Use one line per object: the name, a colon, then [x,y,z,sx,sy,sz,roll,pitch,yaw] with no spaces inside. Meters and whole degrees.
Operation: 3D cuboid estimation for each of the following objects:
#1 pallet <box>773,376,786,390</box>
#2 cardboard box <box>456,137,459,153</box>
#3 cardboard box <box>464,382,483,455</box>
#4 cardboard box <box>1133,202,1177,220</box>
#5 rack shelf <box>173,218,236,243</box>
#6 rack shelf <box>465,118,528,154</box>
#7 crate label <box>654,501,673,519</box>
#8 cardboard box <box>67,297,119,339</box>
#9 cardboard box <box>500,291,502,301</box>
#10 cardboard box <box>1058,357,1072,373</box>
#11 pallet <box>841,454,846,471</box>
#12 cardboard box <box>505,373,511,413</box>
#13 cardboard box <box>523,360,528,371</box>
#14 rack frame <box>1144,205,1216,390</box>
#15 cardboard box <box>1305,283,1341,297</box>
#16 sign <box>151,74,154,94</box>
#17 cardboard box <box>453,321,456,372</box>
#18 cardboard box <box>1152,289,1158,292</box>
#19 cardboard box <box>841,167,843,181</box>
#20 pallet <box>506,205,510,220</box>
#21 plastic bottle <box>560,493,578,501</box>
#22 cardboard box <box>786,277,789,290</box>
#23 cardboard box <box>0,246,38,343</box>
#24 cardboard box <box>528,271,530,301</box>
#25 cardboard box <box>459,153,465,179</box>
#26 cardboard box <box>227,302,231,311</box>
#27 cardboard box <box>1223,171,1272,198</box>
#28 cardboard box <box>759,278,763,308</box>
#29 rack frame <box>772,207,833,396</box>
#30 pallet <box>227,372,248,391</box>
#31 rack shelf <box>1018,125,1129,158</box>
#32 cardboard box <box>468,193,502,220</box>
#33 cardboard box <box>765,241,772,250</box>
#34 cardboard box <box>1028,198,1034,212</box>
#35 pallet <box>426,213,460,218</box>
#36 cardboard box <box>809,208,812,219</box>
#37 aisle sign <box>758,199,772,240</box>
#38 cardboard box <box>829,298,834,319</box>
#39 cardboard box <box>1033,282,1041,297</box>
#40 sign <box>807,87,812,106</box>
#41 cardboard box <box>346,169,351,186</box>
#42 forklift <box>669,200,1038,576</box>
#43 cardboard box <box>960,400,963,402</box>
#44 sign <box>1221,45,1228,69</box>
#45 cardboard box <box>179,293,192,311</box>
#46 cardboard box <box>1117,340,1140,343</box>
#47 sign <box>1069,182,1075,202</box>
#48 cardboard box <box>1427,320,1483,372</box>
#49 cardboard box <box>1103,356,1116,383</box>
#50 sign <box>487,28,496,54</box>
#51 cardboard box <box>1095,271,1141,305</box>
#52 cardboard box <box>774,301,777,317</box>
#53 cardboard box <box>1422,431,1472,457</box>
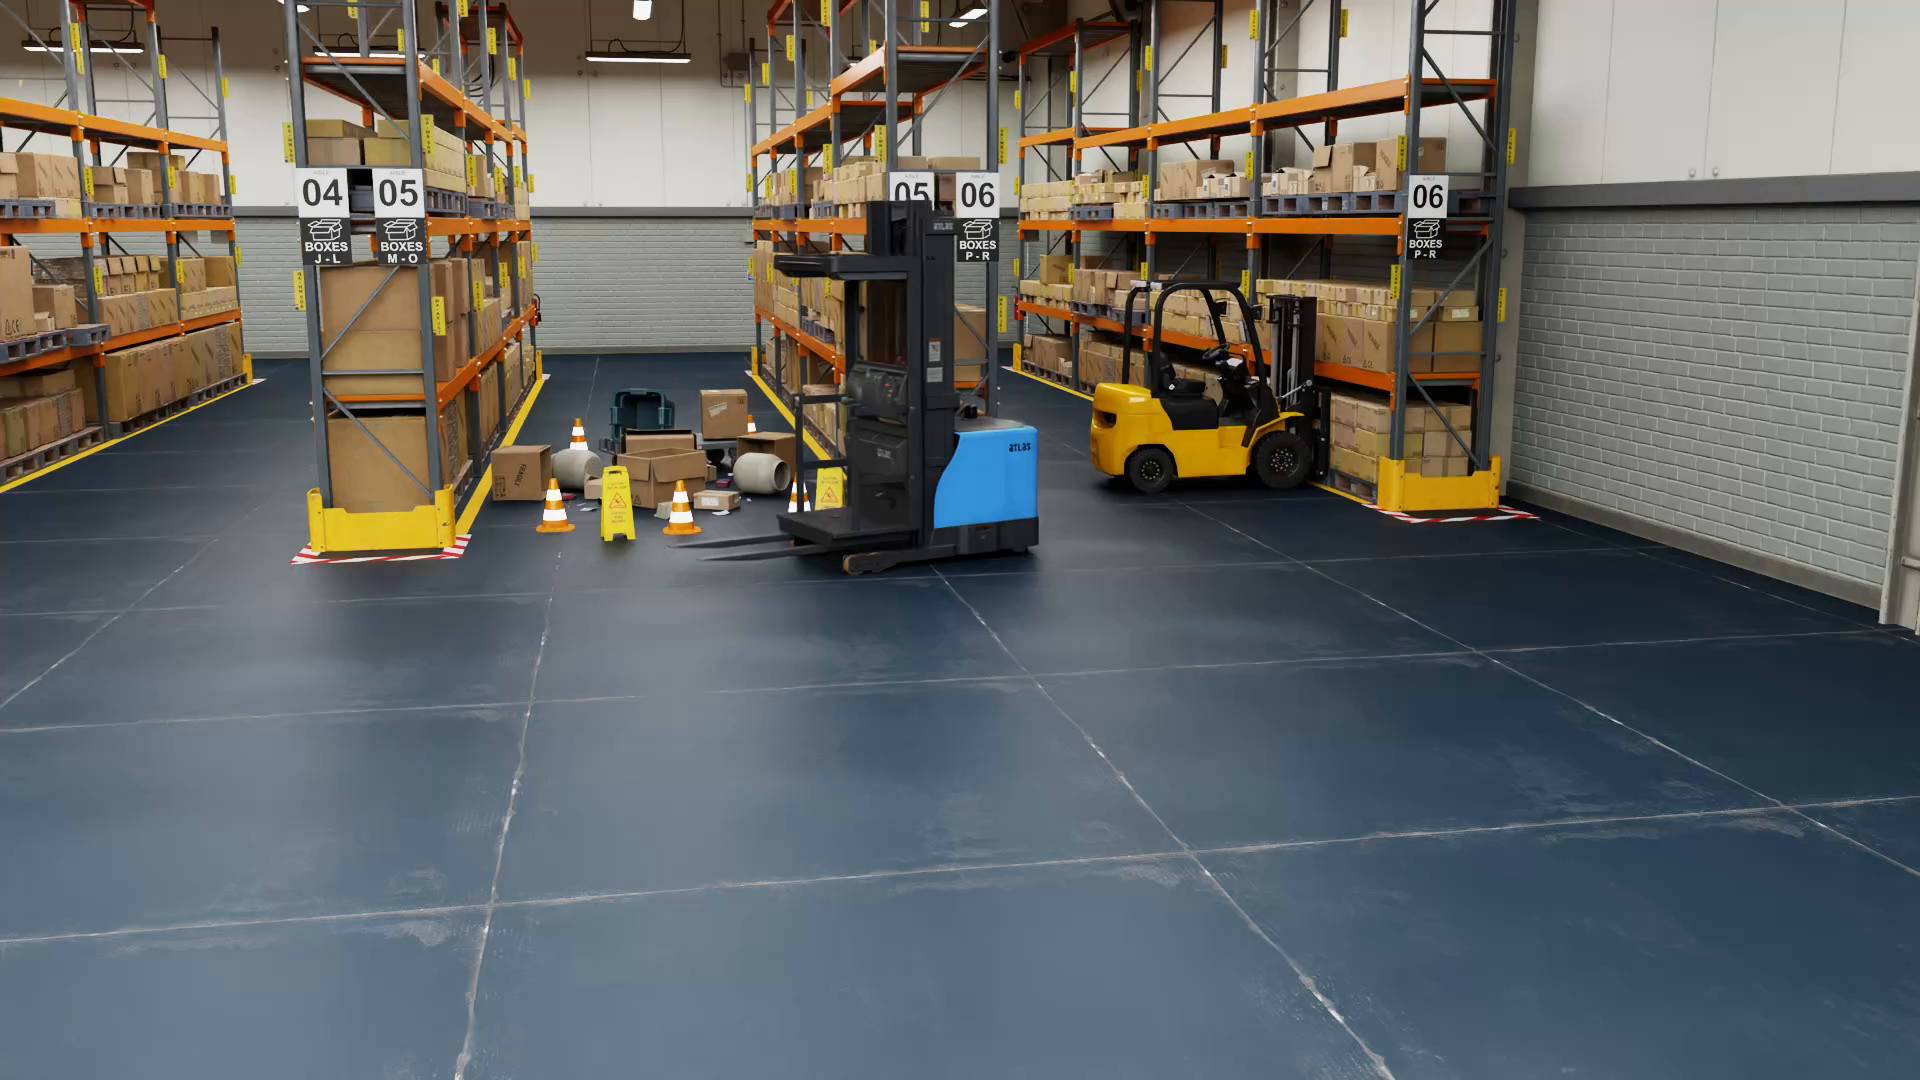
pallet: [-2.561,-2.597,27.778,1.003,0.211,1.213,-2,11,-11]
cardboard box: [-5.289,-4.008,16.861,0.380,0.149,0.250,-2,11,-11]
cardboard box: [-5.979,-1.371,18.770,1.050,0.750,0.750,-2,11,-11]
cardboard box: [2.818,-4.758,24.049,0.500,0.250,0.500,-2,11,-13]
rack shelf: [-12.600,-4.952,26.591,1.077,0.370,4.000,-2,11,-11]
rack shelf: [-7.715,-6.585,27.161,1.077,0.370,4.000,-2,11,-11]
crate label: [-2.742,-0.289,15.848,0.250,0.136,0.298,-9,14,-40]
cardboard box: [-11.261,-2.879,21.533,0.500,0.500,0.500,-2,11,-9]
cardboard box: [-6.697,-3.454,23.574,0.380,0.149,0.250,-2,11,-12]
cardboard box: [1.912,-3.026,28.763,0.396,0.266,0.258,-2,11,-9]
pallet: [-0.769,-0.866,18.682,1.003,0.211,1.213,-2,11,-11]
cardboard box: [-6.436,-2.010,22.797,0.500,0.500,0.500,-3,11,-13]
cardboard box: [-7.370,-2.892,27.577,0.380,0.149,0.250,-2,11,-11]
rack frame: [3.156,-3.272,23.868,1.000,3.000,0.127,-2,11,-11]
cardboard box: [4.033,-2.750,18.325,0.380,0.149,0.250,-2,11,-11]
sign: [-13.535,-7.663,27.968,0.100,0.325,0.005,-2,11,-11]
cardboard box: [-5.367,-1.869,16.091,0.875,0.550,0.500,-2,11,-11]
cardboard box: [2.929,-3.571,23.434,0.380,0.149,0.250,-2,11,-9]
cardboard box: [-1.072,-3.935,17.863,0.380,0.149,0.250,-2,11,-13]
pallet: [-7.106,-4.700,23.850,1.213,0.211,1.003,-2,11,-11]
plastic bottle: [-4.024,-0.437,16.830,0.283,0.061,0.133,-6,13,-31]
cardboard box: [-2.267,-3.902,24.234,0.500,0.500,0.500,-2,11,-11]
cardboard box: [-10.672,-2.649,17.865,1.000,1.000,1.000,-2,11,-11]
cardboard box: [-7.561,-4.295,28.176,0.500,0.500,0.500,-2,11,-11]
cardboard box: [-5.423,-3.880,17.250,0.500,0.250,0.500,-2,11,-12]
cardboard box: [-12.497,-3.928,27.981,0.380,0.149,0.250,-2,11,-11]
cardboard box: [3.554,-4.348,20.343,0.500,0.311,0.500,-2,11,-13]
cardboard box: [-3.250,-4.323,29.122,0.500,0.500,0.500,-2,11,-11]
rack frame: [-2.490,-3.825,26.770,1.000,3.000,0.127,-2,11,-11]
pallet: [-12.757,-2.684,28.236,1.003,0.211,1.213,-2,11,-11]
rack shelf: [1.989,-6.965,29.156,1.077,0.370,4.000,-2,11,-11]
cardboard box: [-6.398,-4.530,22.184,0.500,0.500,0.500,-2,11,-11]
cardboard box: [-3.112,-5.010,28.320,0.380,0.149,0.250,-2,11,-11]
cardboard box: [1.537,-6.102,30.317,0.500,0.250,0.500,-2,11,-10]
pallet: [-5.997,-3.705,18.630,0.805,0.209,1.217,-3,11,-13]
cardboard box: [-1.818,-4.377,22.323,0.380,0.149,0.250,-2,11,-11]
aisle sign: [-3.567,-5.838,30.395,0.394,0.787,0.004,-2,11,-11]
cardboard box: [-1.249,-2.836,19.386,0.500,0.500,0.500,-2,11,-12]
cardboard box: [1.624,-4.534,30.100,0.500,0.250,0.500,-2,11,-12]
sign: [-2.733,-8.021,30.059,0.100,0.325,0.005,-2,11,-11]
cardboard box: [-5.389,-3.080,14.114,0.380,0.149,0.250,-2,11,-11]
forklift: [-0.860,-1.267,13.515,3.031,2.935,1.130,-7,13,-31]
cardboard box: [-0.243,-1.198,17.195,0.500,0.500,0.500,-2,11,-10]
sign: [3.700,-6.777,23.314,0.100,0.325,0.005,-2,11,-11]
cardboard box: [-12.045,-3.633,25.366,0.500,0.250,0.500,-2,11,-12]
cardboard box: [2.789,-3.198,27.304,0.380,0.149,0.250,-2,11,-11]
sign: [1.847,-5.713,27.282,0.100,0.325,0.005,-2,11,-11]
cardboard box: [4.888,-1.955,16.680,0.500,0.500,0.500,-2,11,-9]
cardboard box: [2.552,-2.603,25.913,0.500,0.500,0.500,-3,11,-13]
sign: [-6.004,-6.397,21.319,0.100,0.325,0.005,-2,11,-11]
cardboard box: [2.506,-3.926,25.909,0.700,0.500,0.500,-2,11,-11]
cardboard box: [-2.664,-3.661,26.310,0.500,0.250,0.500,-2,11,-12]
cardboard box: [4.824,-1.000,16.823,0.500,0.250,0.500,-2,11,-10]
